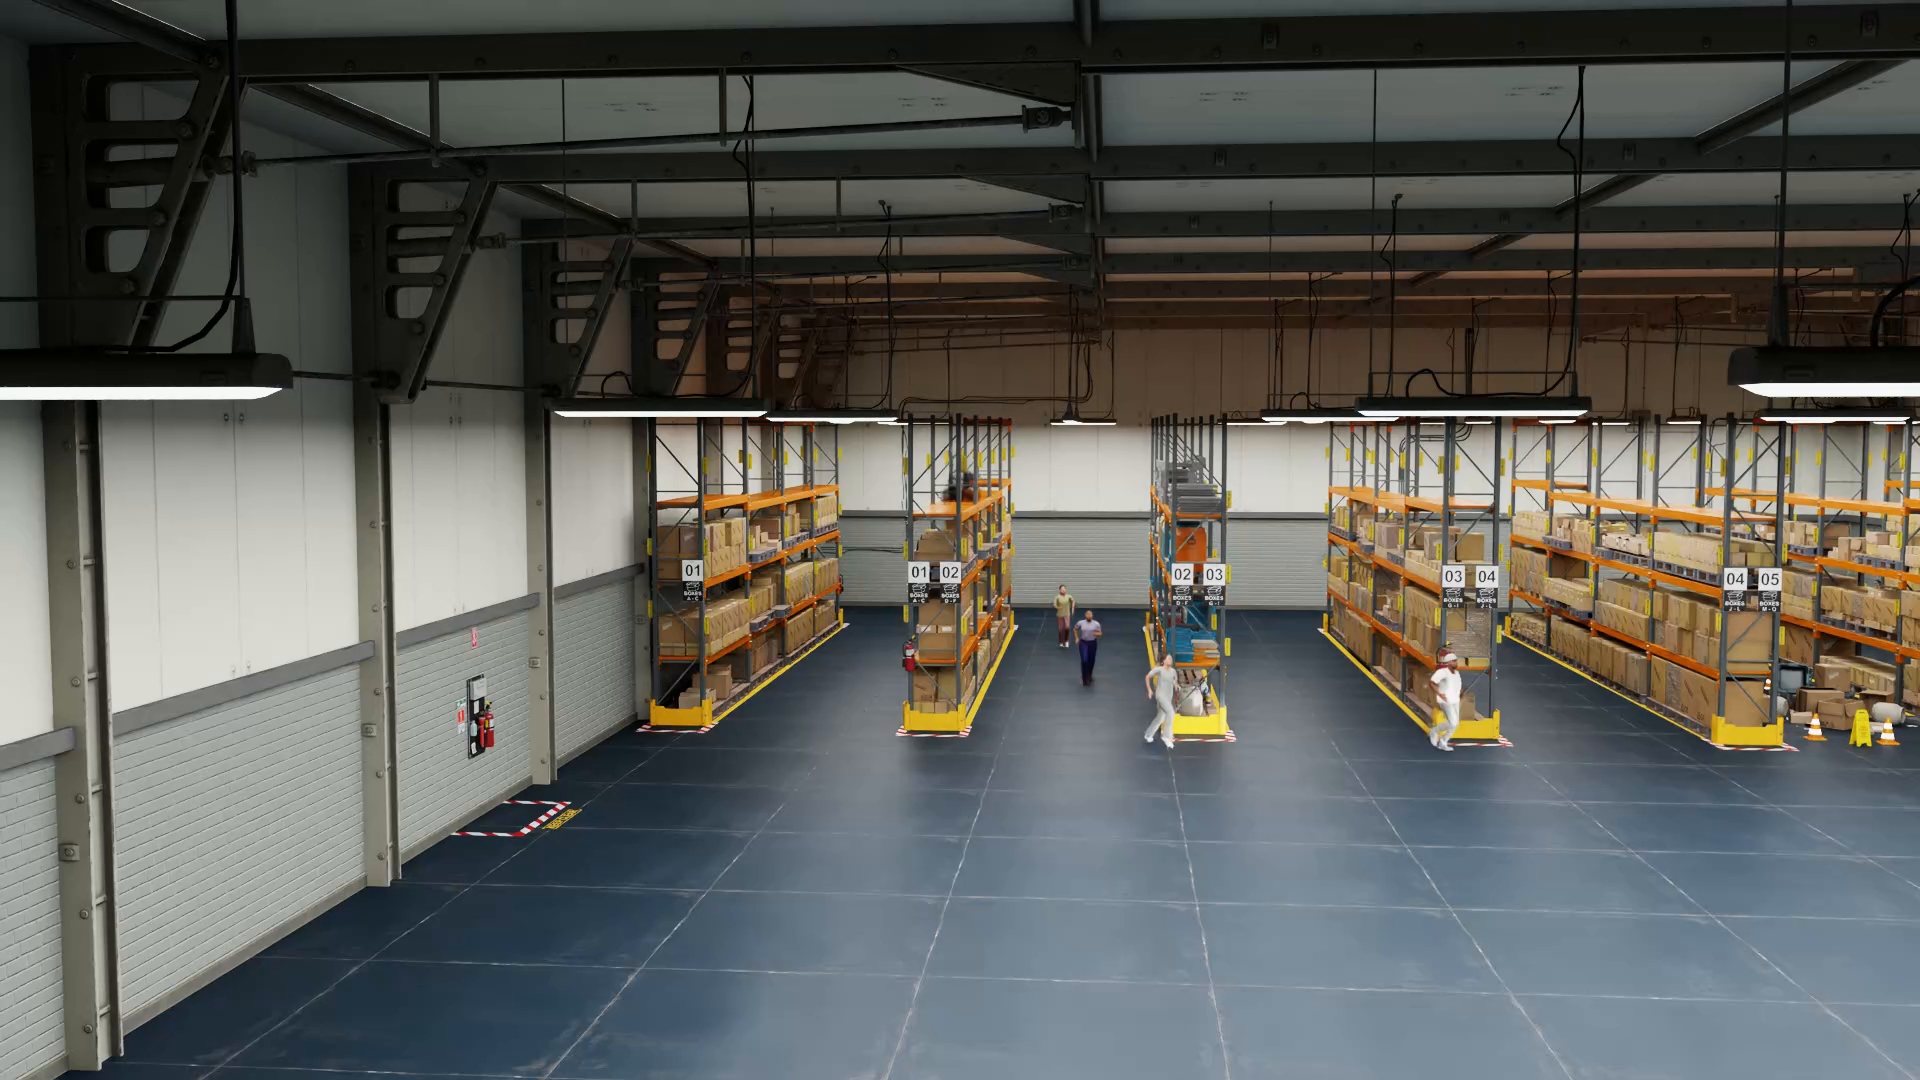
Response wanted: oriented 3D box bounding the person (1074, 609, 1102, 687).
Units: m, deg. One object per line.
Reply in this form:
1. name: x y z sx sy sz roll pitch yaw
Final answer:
1. person: 2.868 2.401 37.180 0.580 1.709 0.744 -1 4 -8

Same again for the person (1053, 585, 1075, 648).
1. person: 2.703 1.984 43.182 0.571 1.650 0.650 0 4 1

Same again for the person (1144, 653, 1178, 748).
1. person: 3.713 2.865 30.046 0.567 1.658 0.764 -3 5 -39

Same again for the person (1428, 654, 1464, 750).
1. person: 8.697 2.874 29.583 0.732 1.716 0.541 -3 5 -38
